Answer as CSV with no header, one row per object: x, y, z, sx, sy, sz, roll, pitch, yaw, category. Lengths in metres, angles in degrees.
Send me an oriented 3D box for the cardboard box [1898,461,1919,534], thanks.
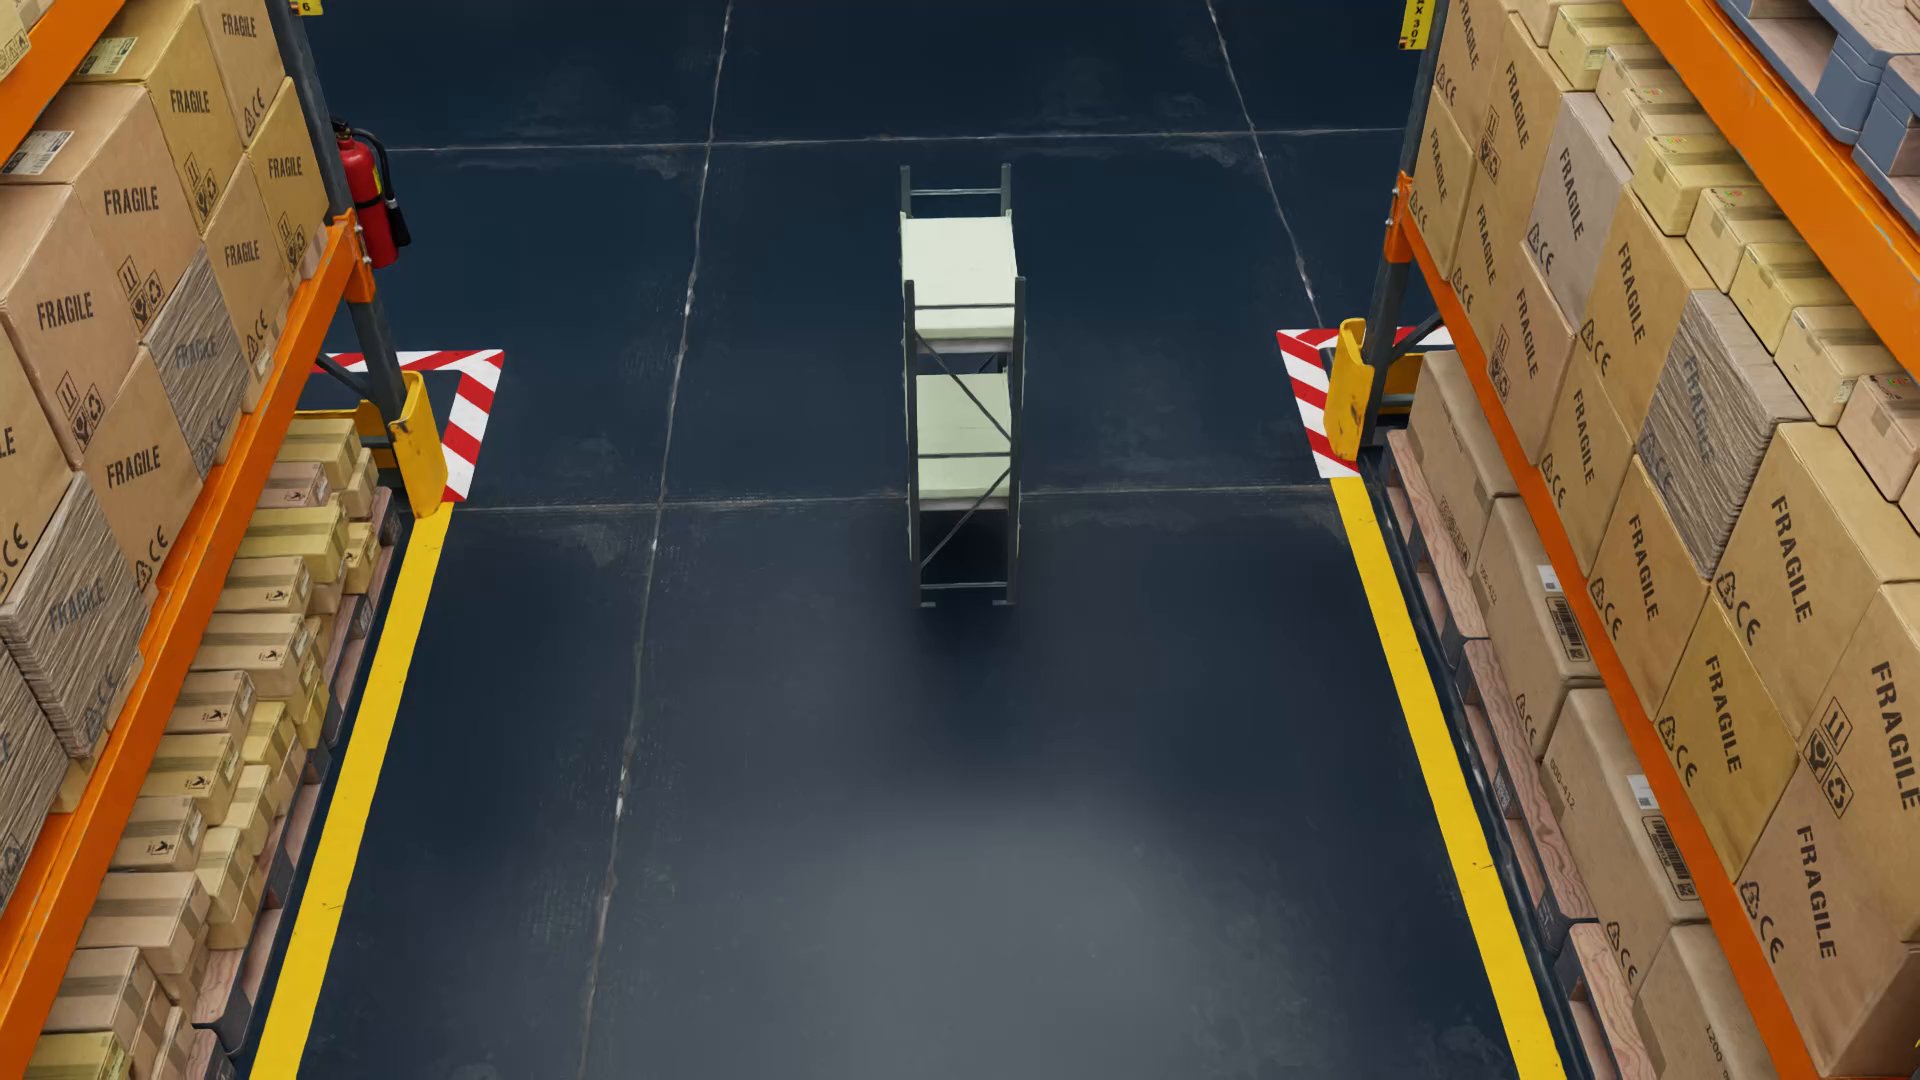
2.123,-0.050,3.291,0.380,0.149,0.250,-2,43,-2,cardboard box

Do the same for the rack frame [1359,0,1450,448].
2.188,-1.558,6.229,1.000,3.000,0.127,-2,43,-2,rack frame

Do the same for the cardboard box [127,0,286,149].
-2.486,-1.561,5.198,0.500,0.500,0.500,-2,43,-3,cardboard box

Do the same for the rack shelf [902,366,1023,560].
0.000,-0.308,6.459,0.431,0.370,0.720,-2,43,-2,rack shelf

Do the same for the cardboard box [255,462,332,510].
-2.525,-0.149,6.051,0.380,0.149,0.250,-1,43,-1,cardboard box

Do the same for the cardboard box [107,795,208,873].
-2.461,0.903,4.903,0.380,0.149,0.250,-3,43,-4,cardboard box

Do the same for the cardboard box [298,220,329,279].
-2.457,-1.043,5.853,0.380,0.149,0.250,-2,43,-2,cardboard box

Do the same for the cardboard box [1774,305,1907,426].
2.048,-0.389,3.660,0.380,0.149,0.250,-2,43,-2,cardboard box

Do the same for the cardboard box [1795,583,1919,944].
2.062,0.427,3.250,0.500,0.500,0.500,-2,43,-2,cardboard box

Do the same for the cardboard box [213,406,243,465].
-2.443,-0.354,5.103,0.380,0.149,0.250,-3,43,-4,cardboard box

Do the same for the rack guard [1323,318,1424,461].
2.187,-0.652,7.092,1.175,0.500,0.348,-2,43,-2,rack guard

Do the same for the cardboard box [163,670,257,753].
-2.472,0.560,5.278,0.380,0.149,0.250,-3,43,-3,cardboard box

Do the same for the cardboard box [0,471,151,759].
-2.367,0.190,4.029,0.500,0.500,0.500,-2,43,-3,cardboard box

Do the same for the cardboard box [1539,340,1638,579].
2.012,-0.240,4.718,0.500,0.500,0.500,0,43,0,cardboard box

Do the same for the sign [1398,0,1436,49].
1.633,-1.894,5.897,0.100,0.325,0.005,-2,43,-2,sign

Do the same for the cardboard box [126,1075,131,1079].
-2.426,1.554,4.414,0.380,0.149,0.250,-2,43,-2,cardboard box

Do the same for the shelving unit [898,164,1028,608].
0.000,-0.548,6.238,0.431,1.500,0.755,-2,43,-2,shelving unit

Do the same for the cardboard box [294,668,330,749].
-2.389,0.586,5.689,0.380,0.149,0.250,-3,43,-4,cardboard box

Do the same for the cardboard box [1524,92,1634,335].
1.982,-0.935,4.736,0.500,0.500,0.500,-2,43,-2,cardboard box

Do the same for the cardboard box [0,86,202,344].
-2.433,-0.868,4.443,0.500,0.500,0.500,0,43,0,cardboard box

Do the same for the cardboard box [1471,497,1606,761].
2.363,0.292,5.796,0.875,0.438,0.875,-1,43,-1,cardboard box

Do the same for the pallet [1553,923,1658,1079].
2.403,1.655,4.788,1.003,0.211,1.213,-2,43,-2,pallet

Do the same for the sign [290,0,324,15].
-2.198,-1.893,5.504,0.100,0.325,0.005,-2,43,-2,sign

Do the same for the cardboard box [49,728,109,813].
-2.369,0.539,4.128,0.380,0.149,0.250,-1,43,-1,cardboard box

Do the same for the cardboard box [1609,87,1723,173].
1.966,-1.078,4.412,0.380,0.149,0.250,-1,43,-1,cardboard box

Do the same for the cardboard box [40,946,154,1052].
-2.438,1.259,4.515,0.380,0.149,0.250,-3,43,-3,cardboard box

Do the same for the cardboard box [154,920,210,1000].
-2.423,1.185,4.816,0.380,0.149,0.250,0,43,0,cardboard box

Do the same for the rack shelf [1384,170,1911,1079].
2.273,0.058,4.999,1.077,0.370,4.000,-2,43,-2,rack shelf

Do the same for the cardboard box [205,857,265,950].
-2.374,1.119,5.108,0.380,0.149,0.250,-3,43,-3,cardboard box

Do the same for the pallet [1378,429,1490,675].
2.300,0.008,6.585,1.003,0.211,1.213,-2,43,-2,pallet

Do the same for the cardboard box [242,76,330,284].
-2.477,-1.198,5.543,0.500,0.500,0.500,-1,43,-1,cardboard box

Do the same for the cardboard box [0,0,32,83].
-2.391,-1.060,3.578,0.500,0.250,0.500,0,43,0,cardboard box

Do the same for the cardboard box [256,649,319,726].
-2.387,0.487,5.577,0.380,0.149,0.250,-1,43,-1,cardboard box

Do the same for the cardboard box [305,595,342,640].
-2.486,0.250,6.057,0.380,0.149,0.250,-2,43,-2,cardboard box

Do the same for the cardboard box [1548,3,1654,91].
1.934,-1.424,4.789,0.380,0.149,0.250,-3,43,-3,cardboard box

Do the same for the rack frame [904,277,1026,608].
0.016,-0.301,5.969,0.400,1.500,0.023,-2,43,-2,rack frame

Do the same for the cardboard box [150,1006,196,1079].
-2.413,1.478,4.716,0.380,0.149,0.250,-2,43,-3,cardboard box

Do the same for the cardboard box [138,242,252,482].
-2.430,-0.508,4.790,0.500,0.500,0.500,-2,43,-2,cardboard box

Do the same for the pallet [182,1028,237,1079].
-2.648,1.929,4.490,1.003,0.211,1.213,-2,43,-2,pallet

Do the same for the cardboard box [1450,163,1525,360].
1.970,-0.921,5.461,0.500,0.500,0.500,-2,43,-2,cardboard box

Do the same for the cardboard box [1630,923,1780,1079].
2.438,1.506,4.473,0.875,0.438,0.875,-2,43,-2,cardboard box

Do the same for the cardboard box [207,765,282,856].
-2.356,0.846,5.186,0.380,0.149,0.250,-1,43,-1,cardboard box

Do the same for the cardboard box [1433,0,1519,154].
1.923,-1.631,5.495,0.500,0.500,0.500,-3,43,-3,cardboard box

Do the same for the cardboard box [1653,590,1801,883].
2.055,0.453,3.962,0.500,0.500,0.500,-3,43,-3,cardboard box

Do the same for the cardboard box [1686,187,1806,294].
2.010,-0.731,4.033,0.380,0.149,0.250,-2,43,-2,cardboard box

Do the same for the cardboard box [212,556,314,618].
-2.439,0.199,5.672,0.380,0.149,0.250,-3,43,-4,cardboard box

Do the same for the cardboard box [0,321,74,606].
-2.387,-0.164,3.675,0.500,0.500,0.500,-1,43,-1,cardboard box

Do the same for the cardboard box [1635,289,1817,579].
2.017,-0.259,3.999,0.500,0.500,0.500,-1,43,-1,cardboard box

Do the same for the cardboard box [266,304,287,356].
-2.459,-0.705,5.485,0.380,0.149,0.250,-2,43,-2,cardboard box

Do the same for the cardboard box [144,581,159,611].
-2.431,0.178,4.522,0.380,0.149,0.250,0,43,0,cardboard box

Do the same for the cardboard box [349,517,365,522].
-2.523,-0.102,6.440,0.380,0.149,0.250,-1,43,-1,cardboard box

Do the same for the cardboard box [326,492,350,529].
-2.489,-0.035,6.147,0.380,0.149,0.250,-3,43,-3,cardboard box

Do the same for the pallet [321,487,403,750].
-2.751,0.281,6.287,1.003,0.211,1.213,-2,43,-2,pallet
